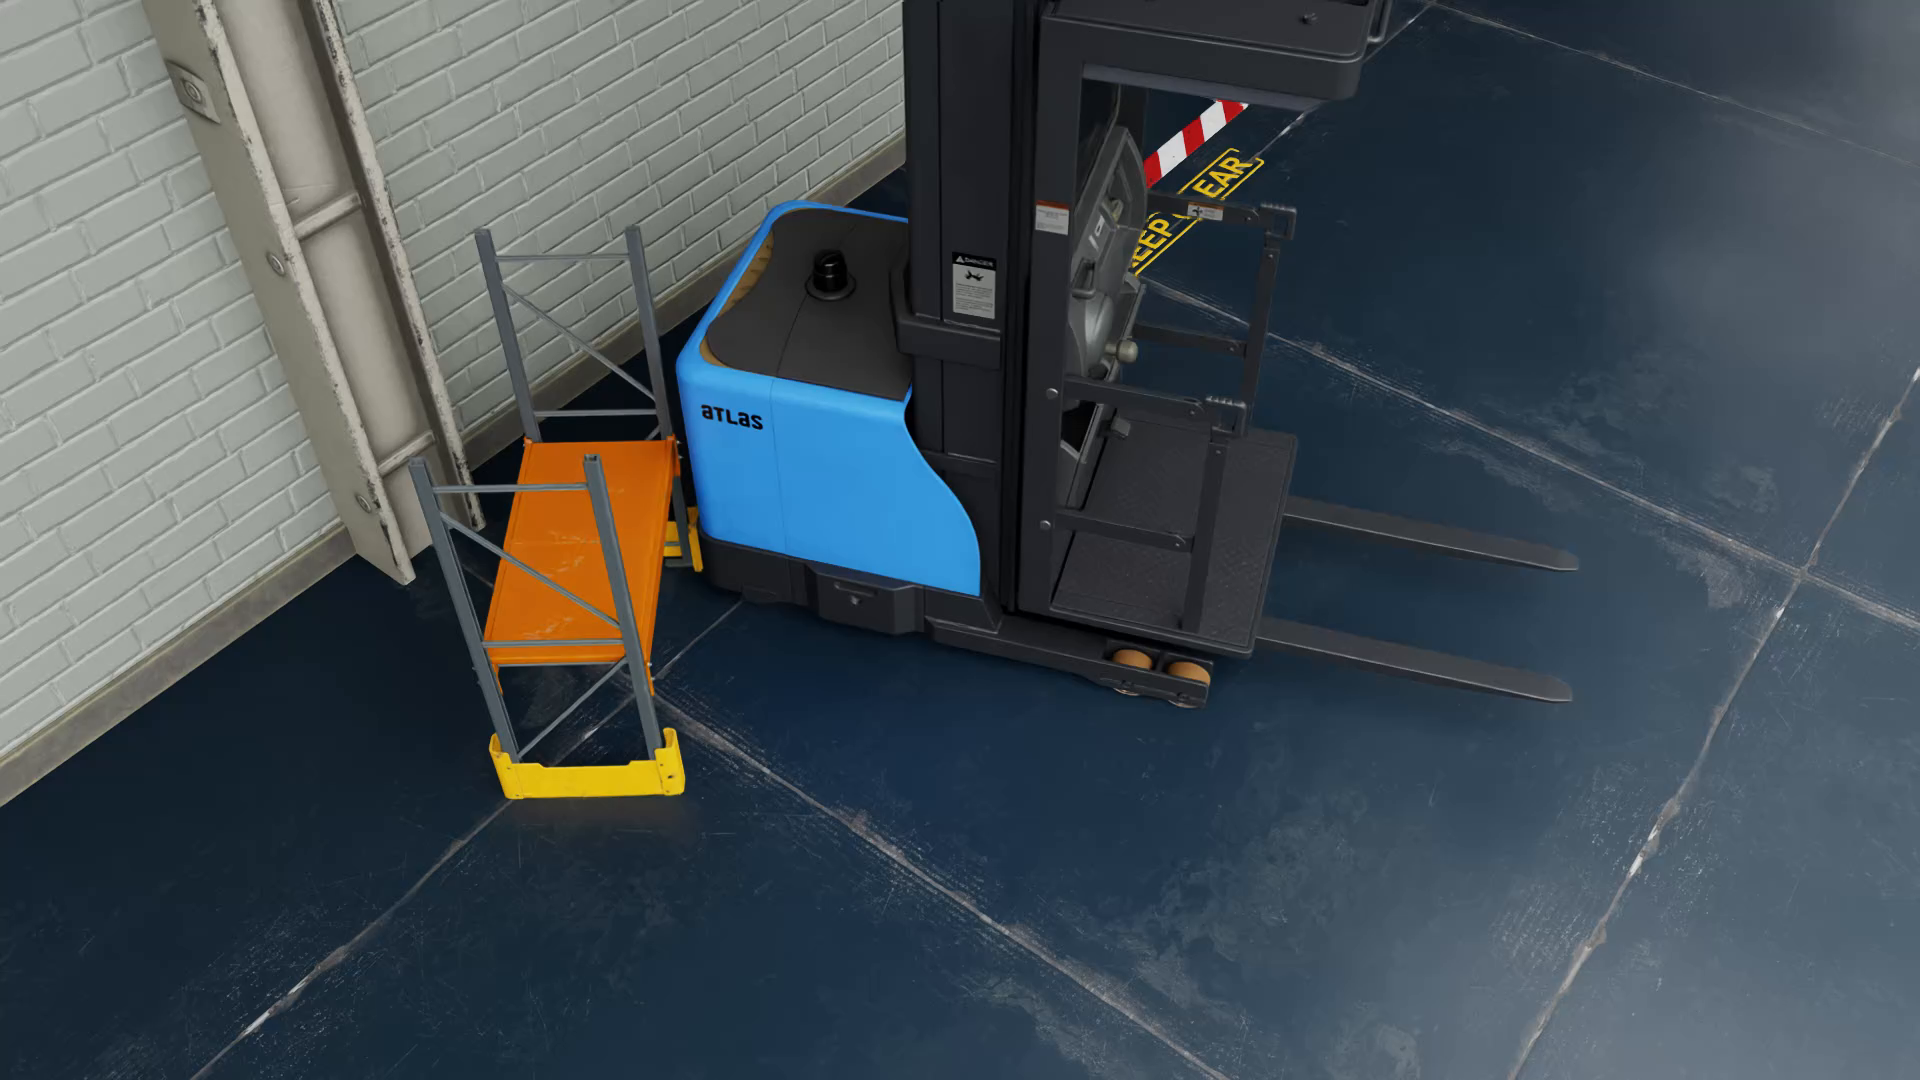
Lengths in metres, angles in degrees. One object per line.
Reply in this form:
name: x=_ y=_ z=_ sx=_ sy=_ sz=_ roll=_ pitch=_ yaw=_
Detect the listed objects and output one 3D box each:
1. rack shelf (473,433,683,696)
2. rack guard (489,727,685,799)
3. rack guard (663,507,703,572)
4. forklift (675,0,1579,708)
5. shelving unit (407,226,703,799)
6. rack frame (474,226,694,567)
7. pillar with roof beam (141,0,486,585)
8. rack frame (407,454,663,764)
rack shelf: x=-1.216 y=0.063 z=5.401 sx=0.538 sy=0.185 sz=1.000 roll=-1 pitch=46 yaw=-1
rack guard: x=-1.201 y=0.724 z=5.385 sx=0.587 sy=0.250 sz=0.087 roll=-1 pitch=46 yaw=-1
rack guard: x=-1.231 y=0.004 z=6.073 sx=0.587 sy=0.250 sz=0.087 roll=-1 pitch=46 yaw=-1
forklift: x=0.642 y=-0.869 z=5.053 sx=3.031 sy=2.935 sz=1.130 roll=12 pitch=47 yaw=11
shelving unit: x=-1.216 y=-0.067 z=5.277 sx=0.587 sy=1.500 sz=1.083 roll=-1 pitch=46 yaw=-1
rack frame: x=-1.231 y=-0.428 z=5.622 sx=0.500 sy=1.500 sz=0.032 roll=-1 pitch=46 yaw=-1
pillar with roof beam: x=1.372 y=-1.218 z=1.191 sx=9.100 sy=9.000 sz=0.400 roll=29 pitch=53 yaw=25
rack frame: x=-1.200 y=0.306 z=4.920 sx=0.500 sy=1.500 sz=0.032 roll=-1 pitch=46 yaw=-1
